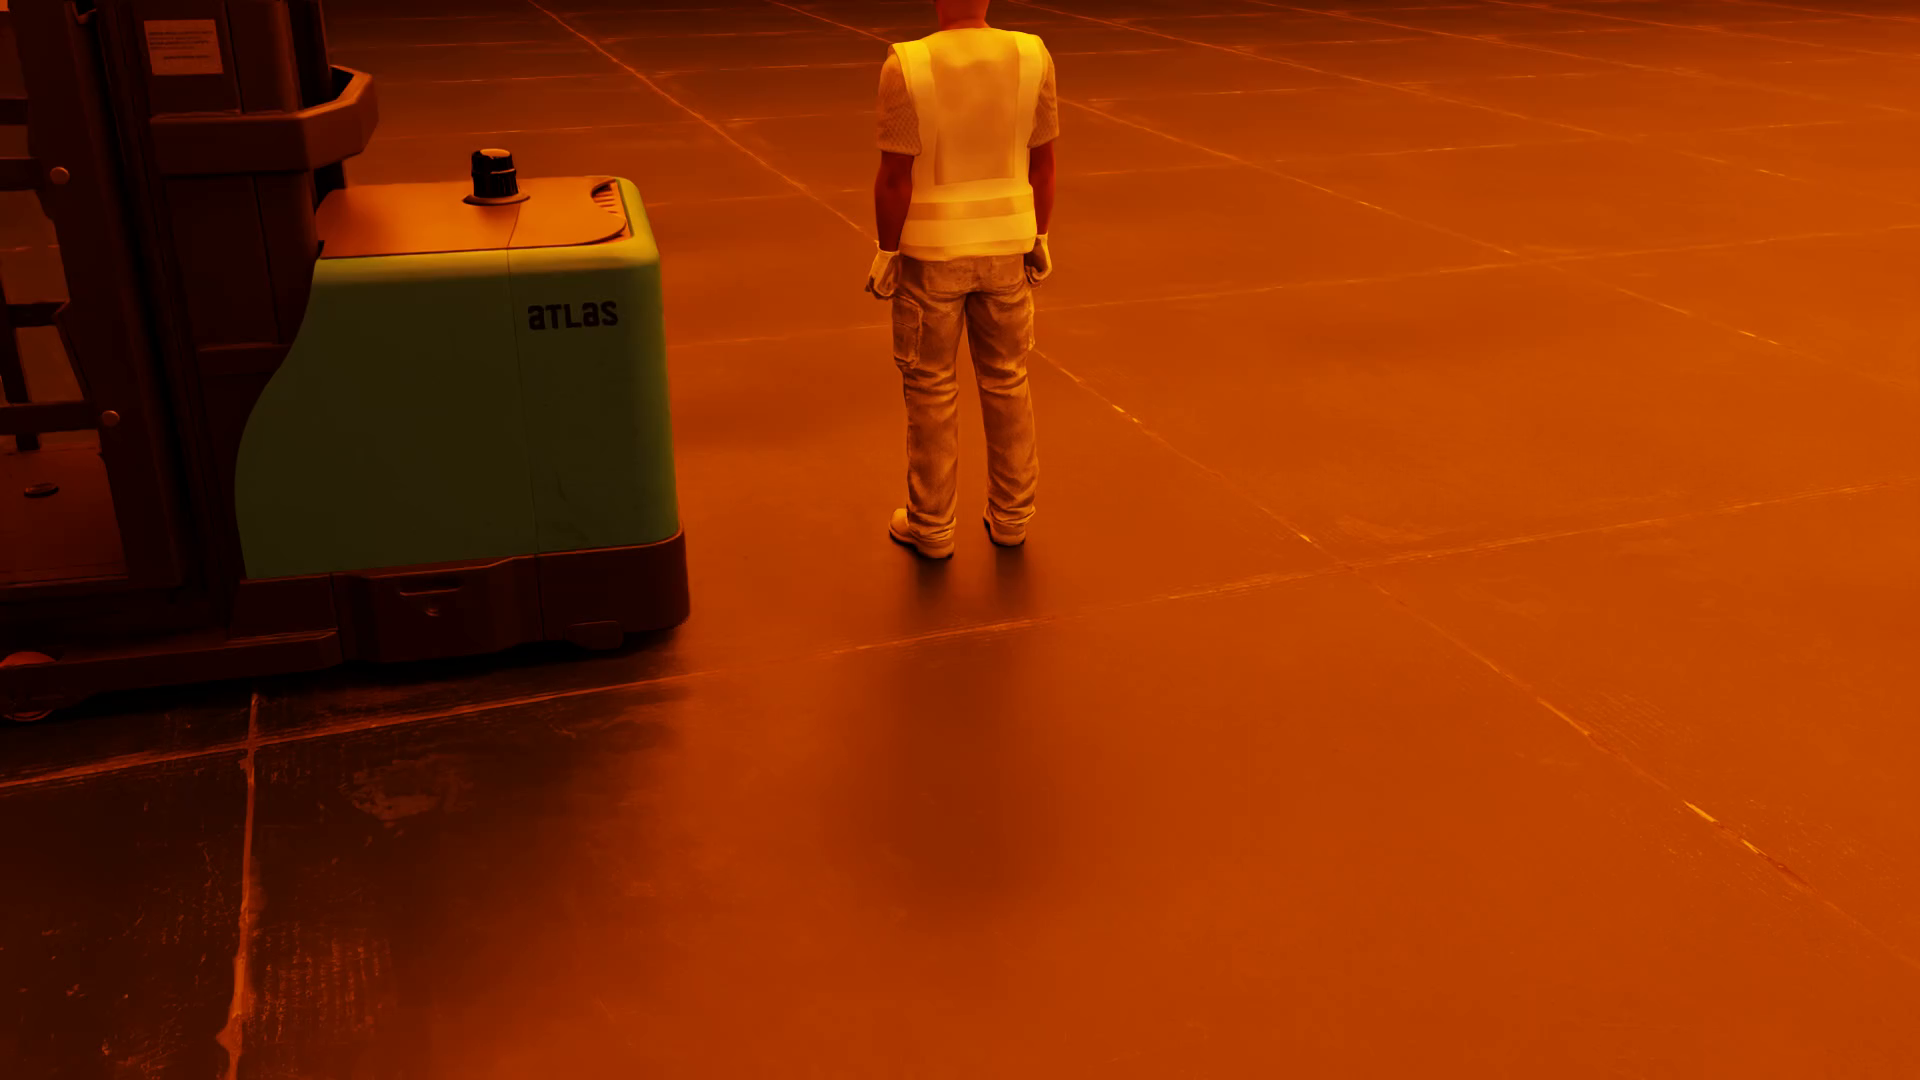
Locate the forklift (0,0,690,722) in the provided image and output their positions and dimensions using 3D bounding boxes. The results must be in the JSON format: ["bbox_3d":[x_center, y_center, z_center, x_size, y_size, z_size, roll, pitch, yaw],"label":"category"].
[{"bbox_3d":[-2.295,-1.119,3.959,3.031,2.935,1.130,-5,23,-12],"label":"forklift"}]

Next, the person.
[{"bbox_3d":[-0.003,-0.823,4.735,0.543,1.789,0.387,-8,24,-18],"label":"person"}]
